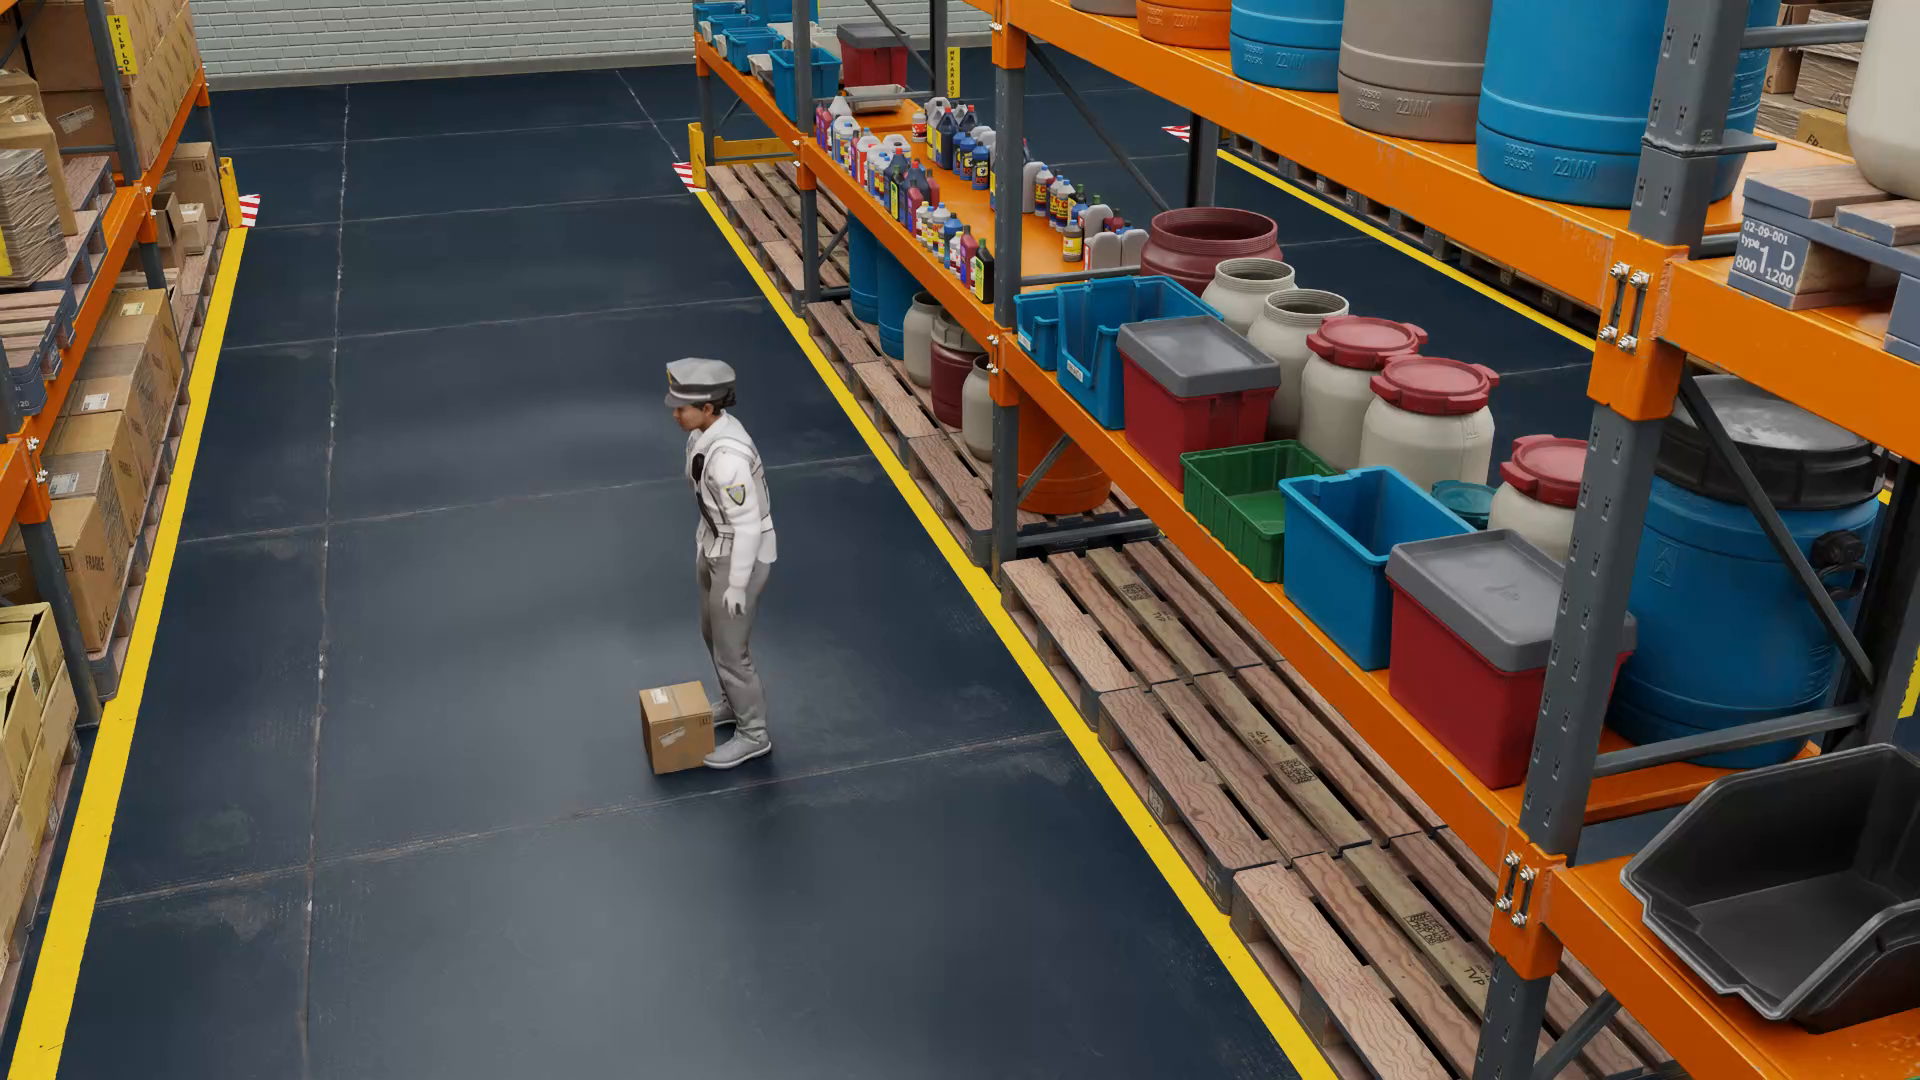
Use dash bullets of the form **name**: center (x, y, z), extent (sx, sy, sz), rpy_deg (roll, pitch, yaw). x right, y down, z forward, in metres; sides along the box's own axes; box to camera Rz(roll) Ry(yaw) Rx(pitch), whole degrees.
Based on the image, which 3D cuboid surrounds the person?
- **person**: center (-0.906, 0.085, 6.441), extent (0.375, 1.662, 0.528), rpy_deg (-9, 28, -18)
